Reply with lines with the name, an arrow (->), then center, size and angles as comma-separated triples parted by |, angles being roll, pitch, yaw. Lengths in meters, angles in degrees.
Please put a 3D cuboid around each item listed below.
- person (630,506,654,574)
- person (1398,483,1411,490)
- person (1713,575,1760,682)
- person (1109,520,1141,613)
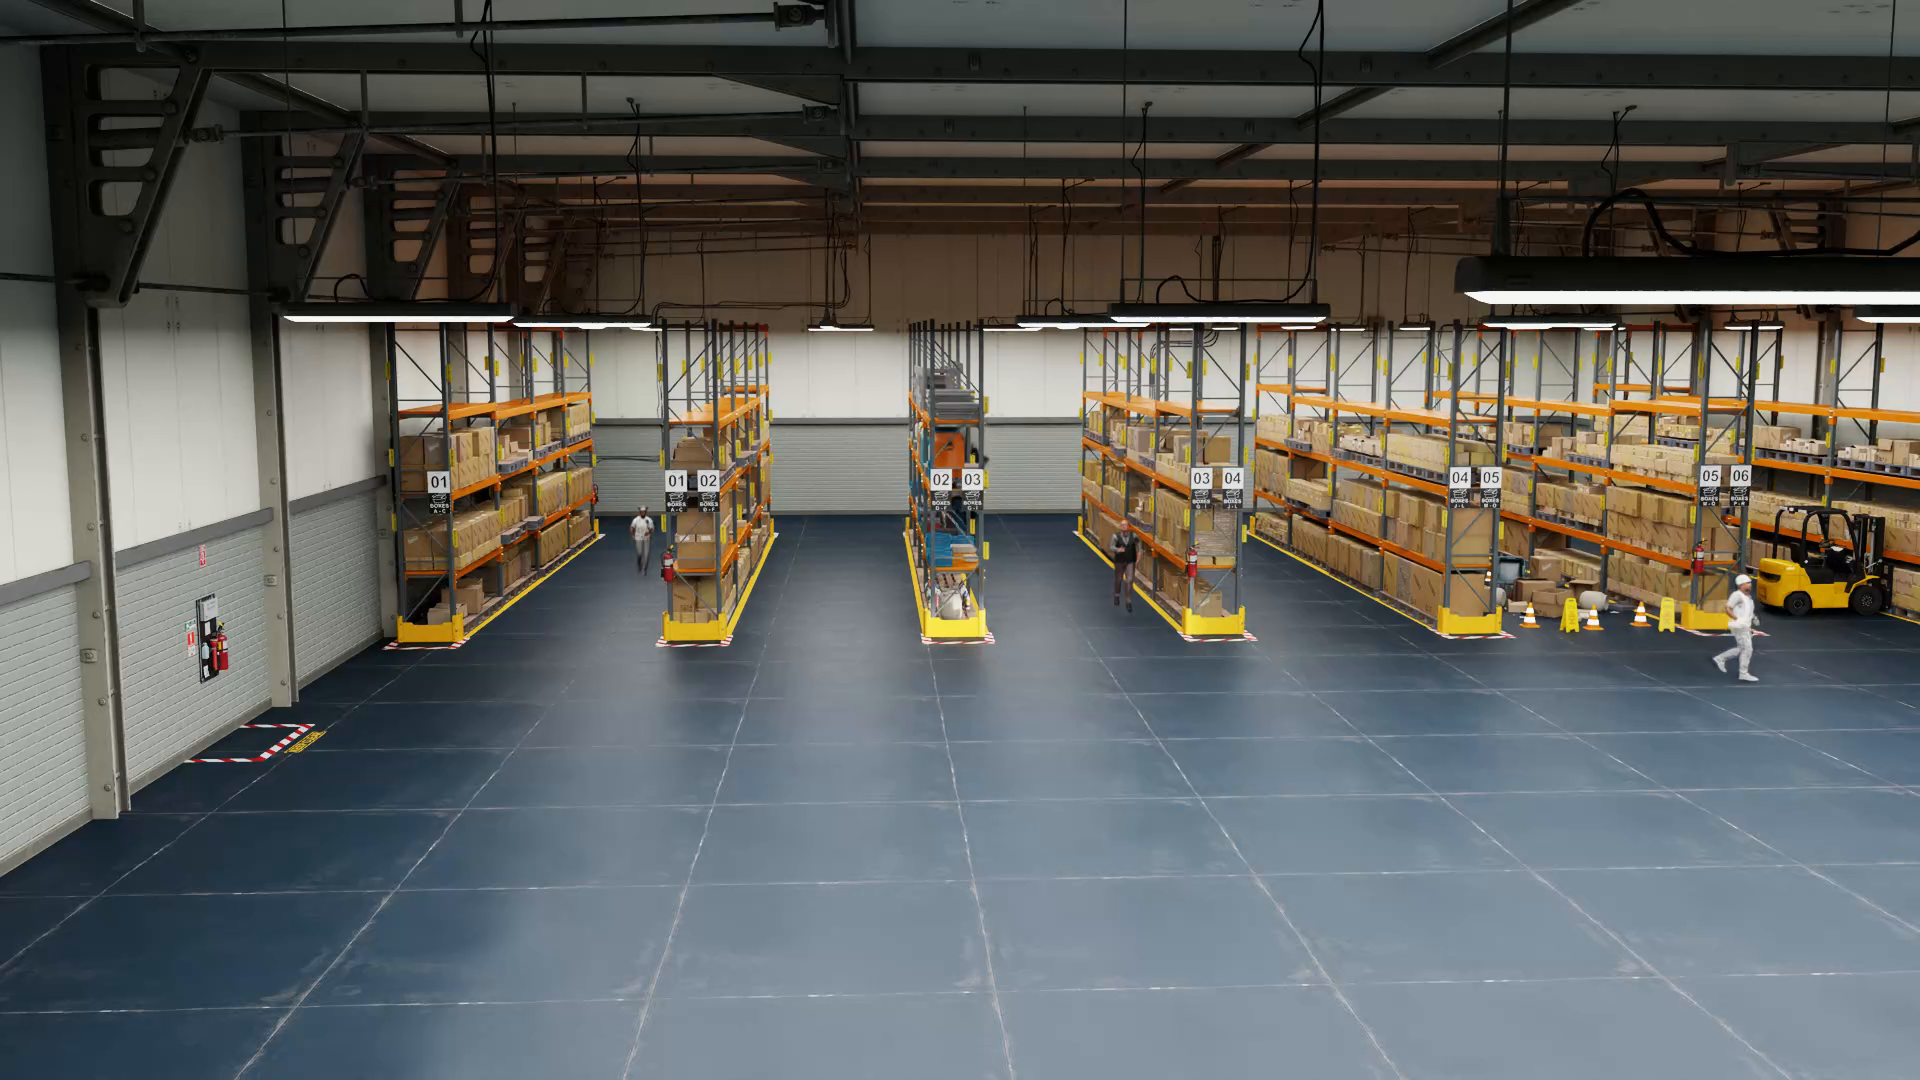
person -> -7.552, 0.006, 39.577 | 0.560, 1.660, 0.599 | -2, 7, -13
person -> 13.229, -1.261, 49.521 | 0.833, 1.734, 0.733 | 1, 7, 11
person -> 12.923, 1.441, 27.637 | 0.749, 1.756, 0.702 | 6, 9, 39
person -> 3.285, 0.495, 33.142 | 0.651, 1.794, 0.854 | 0, 7, 2
